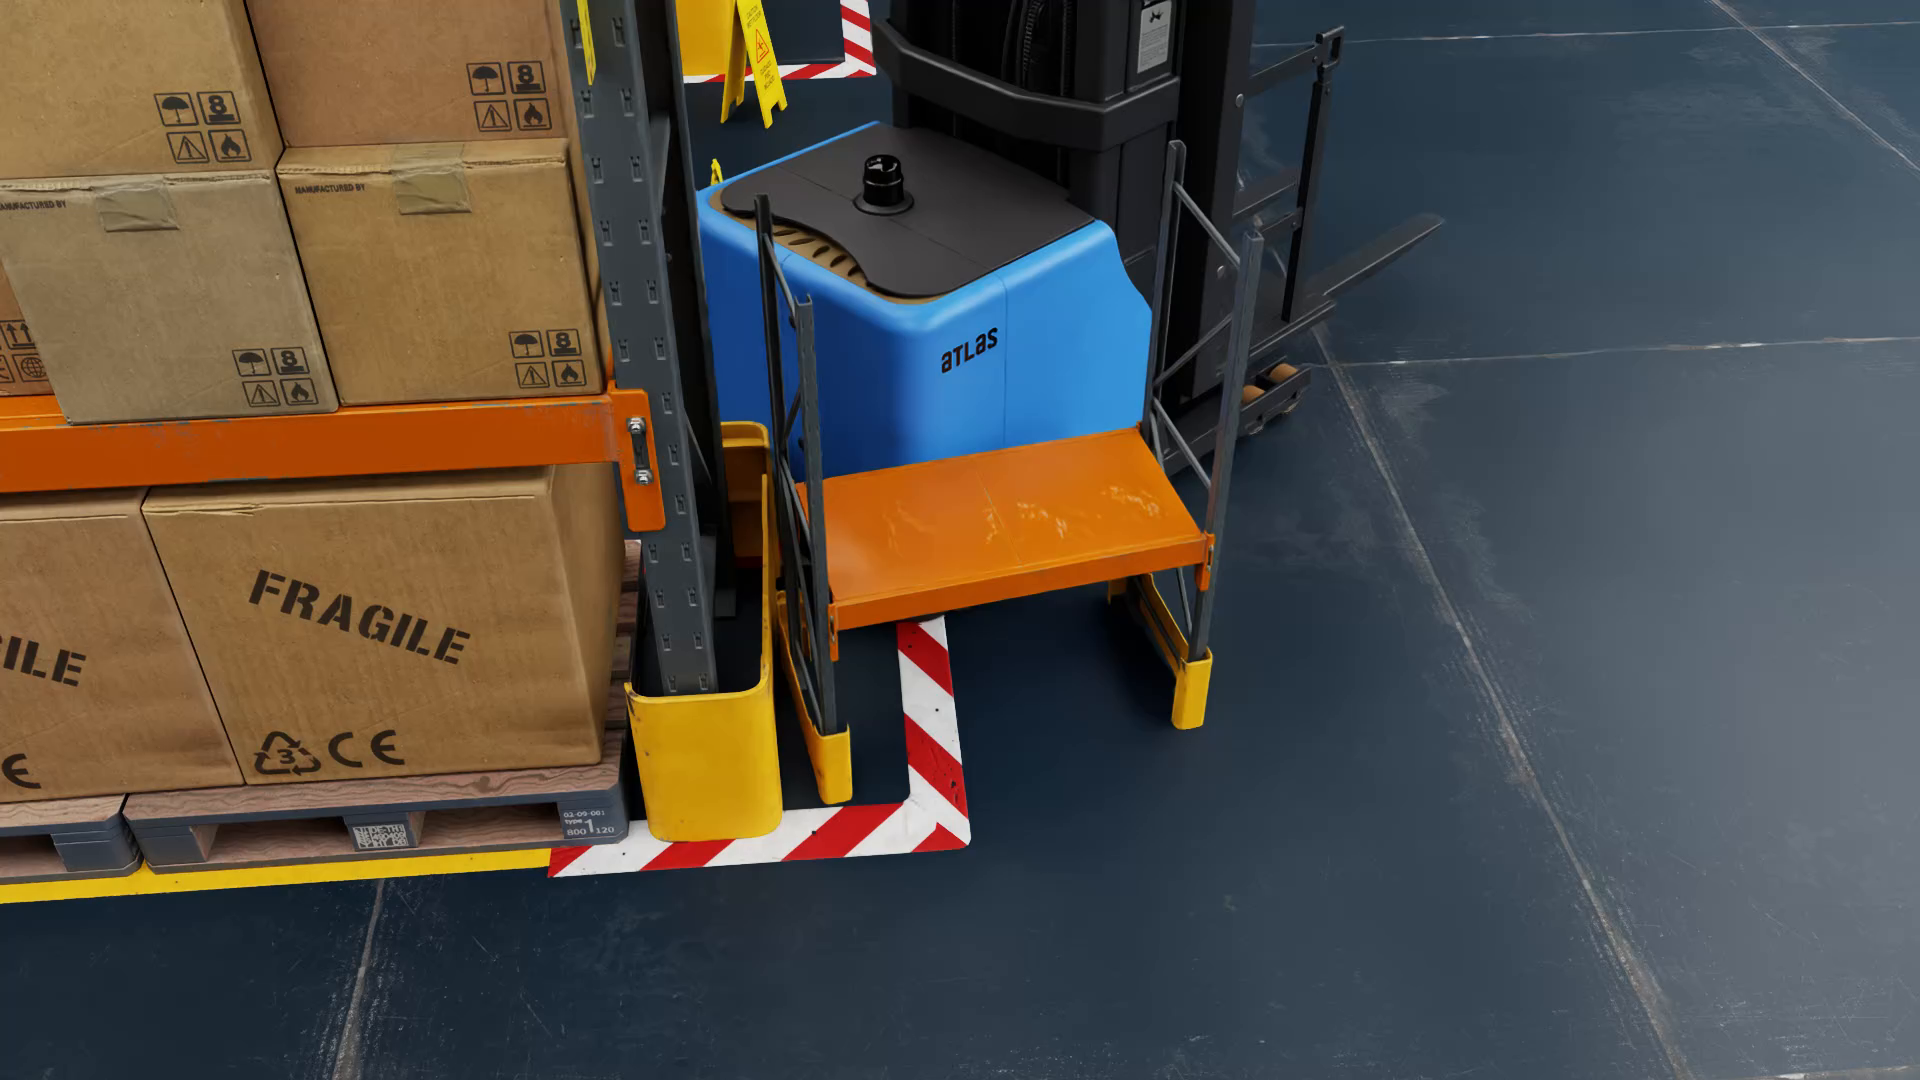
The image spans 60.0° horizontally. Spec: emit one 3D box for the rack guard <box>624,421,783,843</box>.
[{"bbox_3d":[-0.682,0.214,4.576,0.348,0.500,1.175,-3,38,-4],"label":"rack guard"}]

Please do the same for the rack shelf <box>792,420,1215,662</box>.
[{"bbox_3d":[0.093,-0.014,4.334,1.000,0.185,0.538,-10,41,-13],"label":"rack shelf"}]

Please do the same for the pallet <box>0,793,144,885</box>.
[{"bbox_3d":[-2.708,0.486,4.464,1.213,0.211,1.003,-3,38,-4],"label":"pallet"}]

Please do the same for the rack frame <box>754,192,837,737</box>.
[{"bbox_3d":[-0.395,-0.065,4.109,0.032,1.500,0.500,-10,41,-13],"label":"rack frame"}]

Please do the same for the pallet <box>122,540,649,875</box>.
[{"bbox_3d":[-1.496,0.421,4.547,1.213,0.211,1.003,-3,38,-4],"label":"pallet"}]

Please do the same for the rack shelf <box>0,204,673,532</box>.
[{"bbox_3d":[-2.698,-0.374,3.883,4.000,0.370,1.077,-3,38,-4],"label":"rack shelf"}]

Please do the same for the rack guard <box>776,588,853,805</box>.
[{"bbox_3d":[-0.398,0.414,4.510,0.087,0.250,0.587,-10,41,-13],"label":"rack guard"}]

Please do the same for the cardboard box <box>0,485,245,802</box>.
[{"bbox_3d":[-2.252,0.031,4.166,0.875,0.875,0.875,-4,38,-5],"label":"cardboard box"}]

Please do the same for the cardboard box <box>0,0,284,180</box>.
[{"bbox_3d":[-1.619,-1.166,3.313,0.550,0.550,0.875,-3,38,-4],"label":"cardboard box"}]

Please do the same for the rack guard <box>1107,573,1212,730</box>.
[{"bbox_3d":[0.559,0.244,4.726,0.087,0.250,0.587,-10,41,-13],"label":"rack guard"}]

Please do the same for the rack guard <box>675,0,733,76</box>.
[{"bbox_3d":[-1.321,-2.829,8.432,0.348,0.500,1.175,-3,38,-4],"label":"rack guard"}]

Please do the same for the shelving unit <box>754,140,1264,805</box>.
[{"bbox_3d":[0.085,-0.151,4.217,1.083,1.500,0.587,-10,41,-13],"label":"shelving unit"}]

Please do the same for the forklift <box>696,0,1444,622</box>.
[{"bbox_3d":[0.579,-1.717,5.060,3.031,2.935,1.130,-32,48,-34],"label":"forklift"}]

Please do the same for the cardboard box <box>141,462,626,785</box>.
[{"bbox_3d":[-1.376,-0.019,4.229,0.875,0.875,0.875,-3,38,-4],"label":"cardboard box"}]

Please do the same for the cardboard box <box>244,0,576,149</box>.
[{"bbox_3d":[-1.079,-1.253,3.423,0.550,0.550,0.875,-3,38,-4],"label":"cardboard box"}]

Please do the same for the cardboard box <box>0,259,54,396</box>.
[{"bbox_3d":[-2.186,-0.780,3.696,0.550,0.550,0.875,-3,38,-4],"label":"cardboard box"}]

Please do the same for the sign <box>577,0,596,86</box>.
[{"bbox_3d":[-0.672,-0.978,2.942,0.005,0.325,0.100,-3,38,-4],"label":"sign"}]

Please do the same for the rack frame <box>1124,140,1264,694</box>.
[{"bbox_3d":[0.583,-0.239,4.329,0.032,1.500,0.500,-10,41,-13],"label":"rack frame"}]

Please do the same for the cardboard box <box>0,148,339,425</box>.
[{"bbox_3d":[-1.618,-0.733,3.637,0.550,0.550,0.875,-3,38,-4],"label":"cardboard box"}]

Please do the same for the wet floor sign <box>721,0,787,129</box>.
[{"bbox_3d":[-0.961,-2.241,7.569,0.232,0.644,0.267,9,39,12],"label":"wet floor sign"}]

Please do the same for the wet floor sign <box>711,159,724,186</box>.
[{"bbox_3d":[-0.853,-1.065,6.079,0.232,0.644,0.267,-9,39,-12],"label":"wet floor sign"}]

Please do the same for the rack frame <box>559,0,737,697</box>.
[{"bbox_3d":[-0.706,-0.766,3.800,0.127,3.000,1.000,-3,38,-4],"label":"rack frame"}]

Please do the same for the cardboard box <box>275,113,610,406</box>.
[{"bbox_3d":[-1.072,-0.777,3.692,0.550,0.550,0.875,-3,38,-4],"label":"cardboard box"}]
